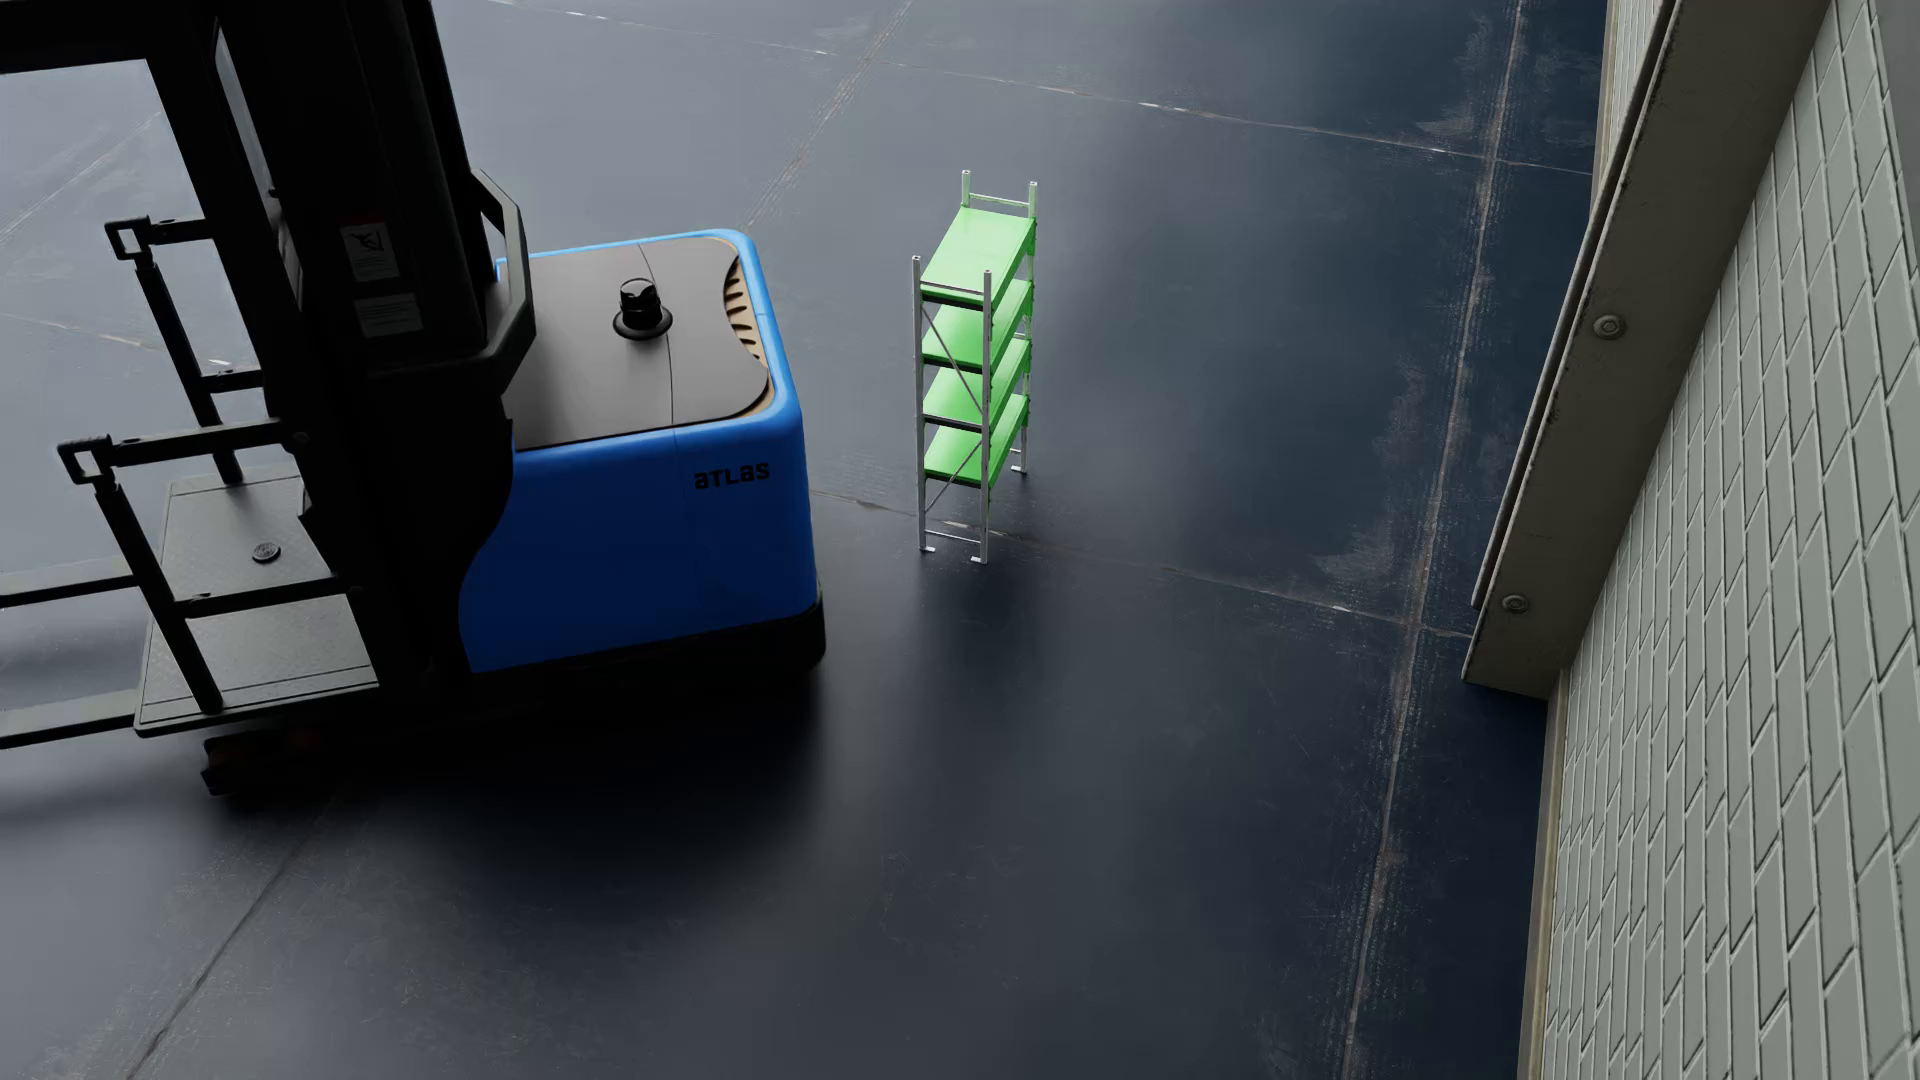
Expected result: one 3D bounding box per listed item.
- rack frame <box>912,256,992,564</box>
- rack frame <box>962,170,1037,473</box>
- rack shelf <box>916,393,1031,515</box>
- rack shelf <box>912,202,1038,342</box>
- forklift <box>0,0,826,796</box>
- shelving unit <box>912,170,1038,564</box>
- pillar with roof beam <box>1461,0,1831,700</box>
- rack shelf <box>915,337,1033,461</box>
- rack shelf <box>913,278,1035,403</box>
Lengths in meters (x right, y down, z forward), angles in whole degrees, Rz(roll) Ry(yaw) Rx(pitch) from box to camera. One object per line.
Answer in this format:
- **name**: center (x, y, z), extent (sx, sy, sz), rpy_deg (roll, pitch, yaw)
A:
- **rack frame**: center (-0.024, -0.377, 5.277), extent (0.240, 1.200, 0.015), rpy_deg (13, 46, 13)
- **rack frame**: center (0.124, -0.702, 5.609), extent (0.240, 1.200, 0.015), rpy_deg (13, 46, 13)
- **rack shelf**: center (0.050, -0.322, 5.656), extent (0.258, 0.148, 0.480), rpy_deg (13, 46, 13)
- **rack shelf**: center (0.050, -0.837, 5.152), extent (0.258, 0.148, 0.480), rpy_deg (13, 46, 13)
- **forklift**: center (-2.001, -0.700, 4.370), extent (3.031, 2.935, 1.130), rpy_deg (-10, 45, -10)
- **shelving unit**: center (0.050, -0.539, 5.443), extent (0.258, 1.200, 0.503), rpy_deg (13, 46, 13)
- **pillar with roof beam**: center (-2.300, -3.781, 3.180), extent (9.100, 9.000, 0.400), rpy_deg (13, 46, 13)
- **rack shelf**: center (0.050, -0.494, 5.488), extent (0.258, 0.148, 0.480), rpy_deg (13, 46, 13)
- **rack shelf**: center (0.050, -0.665, 5.320), extent (0.258, 0.148, 0.480), rpy_deg (13, 46, 13)
